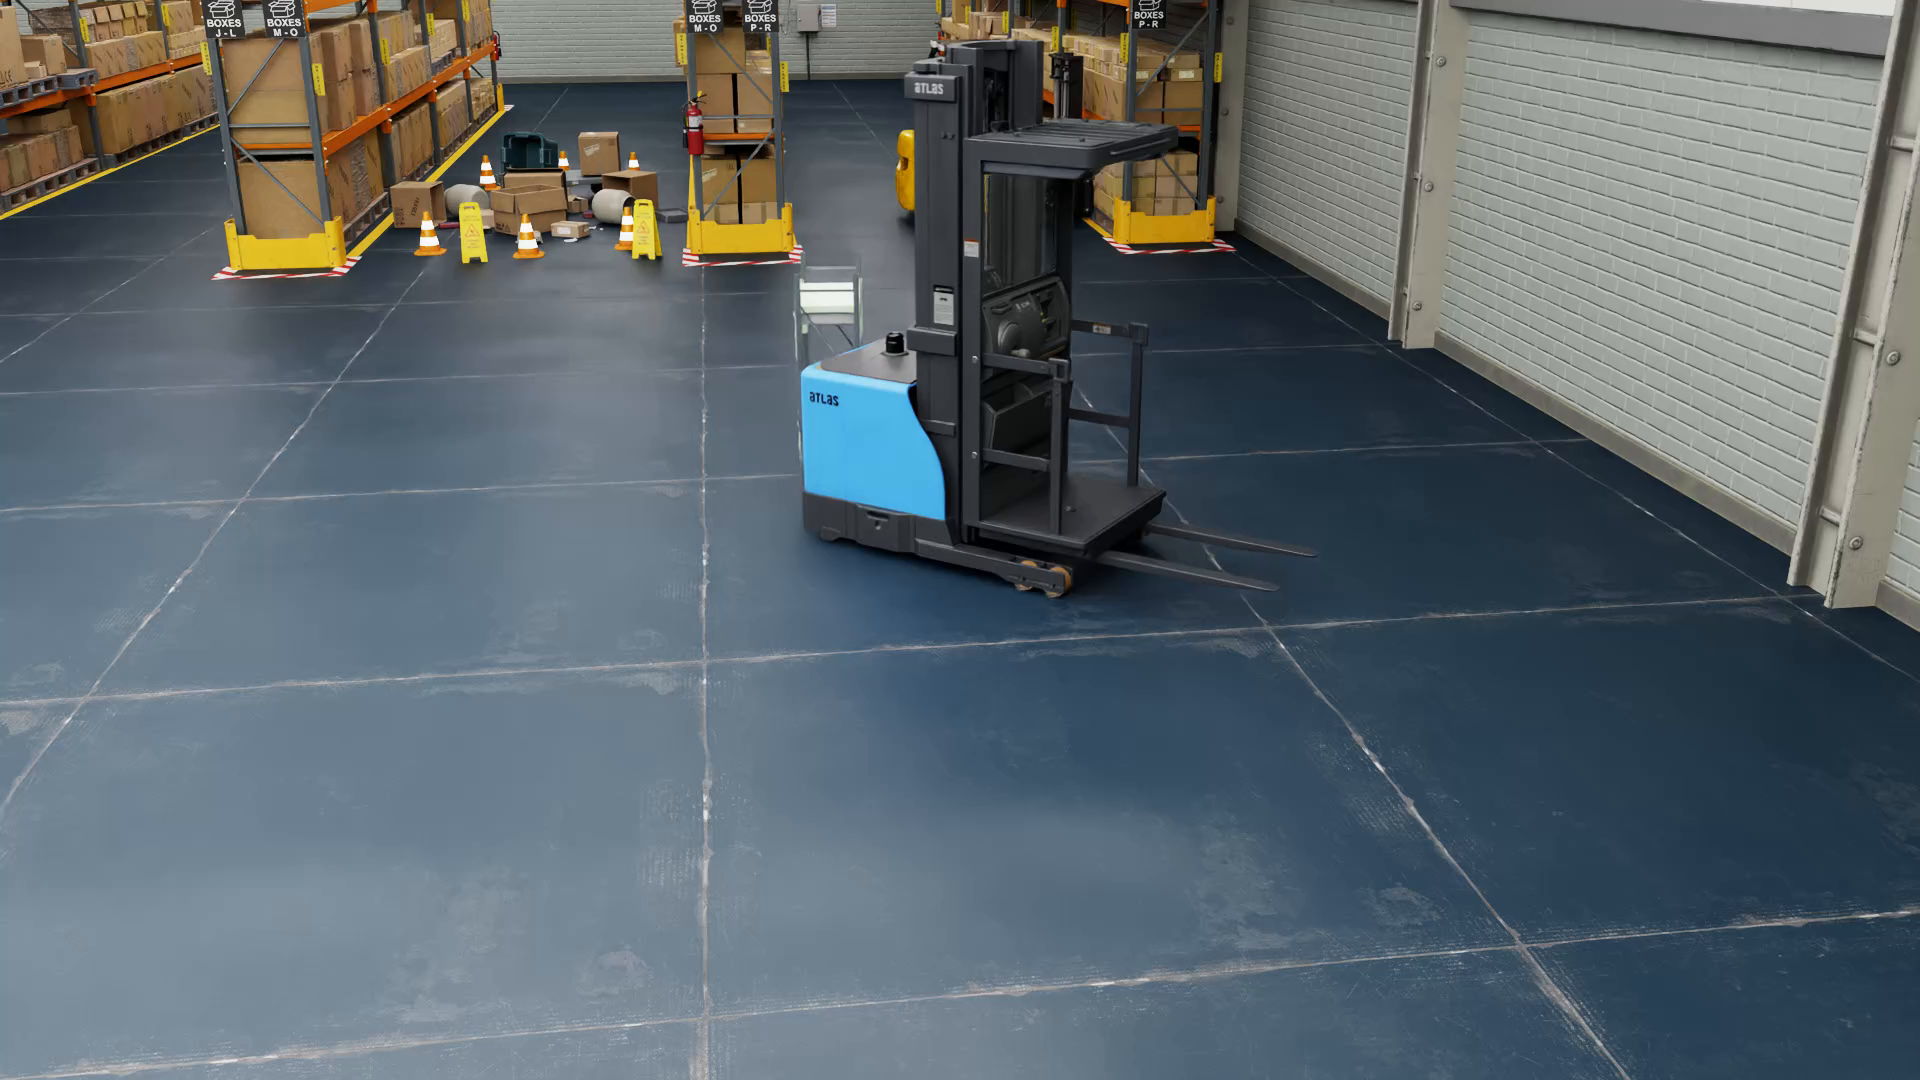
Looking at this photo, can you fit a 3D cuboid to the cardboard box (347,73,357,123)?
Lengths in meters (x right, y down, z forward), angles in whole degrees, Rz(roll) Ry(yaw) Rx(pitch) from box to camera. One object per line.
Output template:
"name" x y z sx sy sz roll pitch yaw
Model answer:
"cardboard box" -7.655 -5.202 19.643 0.875 0.550 0.500 -3 21 -8

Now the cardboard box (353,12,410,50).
"cardboard box" -8.406 -7.389 24.140 0.700 0.500 0.500 -3 21 -9

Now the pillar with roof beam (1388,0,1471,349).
"pillar with roof beam" -0.190 -5.773 12.813 9.100 9.000 0.400 -3 21 -8

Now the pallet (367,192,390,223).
"pallet" -7.926 -4.246 21.283 1.003 0.211 1.213 -3 21 -8

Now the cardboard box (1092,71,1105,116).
"cardboard box" 1.943 -5.533 20.599 0.500 0.500 0.500 -3 21 -9

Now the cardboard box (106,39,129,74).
"cardboard box" -13.412 -7.574 26.065 0.500 0.500 0.500 -3 21 -9

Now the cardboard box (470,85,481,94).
"cardboard box" -9.156 -8.402 31.048 0.380 0.149 0.250 -3 21 -7

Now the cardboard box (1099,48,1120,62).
"cardboard box" 1.913 -5.922 20.290 0.380 0.149 0.250 -2 21 -6

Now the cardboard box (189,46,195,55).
"cardboard box" -13.901 -8.738 29.682 0.380 0.149 0.250 -3 21 -9

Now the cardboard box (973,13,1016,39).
"cardboard box" 0.607 -9.011 29.313 0.700 0.500 0.500 -3 21 -7

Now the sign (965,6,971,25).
"sign" 0.148 -9.501 30.131 0.100 0.325 0.005 -3 21 -8

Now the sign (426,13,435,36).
"sign" -7.986 -7.776 25.094 0.100 0.325 0.005 -3 21 -8

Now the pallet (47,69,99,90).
"pallet" -13.249 -6.658 24.030 1.213 0.211 1.003 -3 21 -8

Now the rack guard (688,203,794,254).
"rack guard" -2.509 -3.575 19.073 1.175 0.500 0.348 -3 21 -8

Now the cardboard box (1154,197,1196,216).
"cardboard box" 2.536 -4.060 20.128 0.500 0.250 0.500 -3 21 -8

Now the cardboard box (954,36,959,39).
"cardboard box" 0.078 -9.727 32.331 0.380 0.149 0.250 -2 21 -7

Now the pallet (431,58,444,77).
"pallet" -8.743 -7.356 25.899 1.213 0.211 1.003 -3 21 -8

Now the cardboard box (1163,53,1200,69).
"cardboard box" 2.577 -5.588 19.396 0.380 0.149 0.250 -3 21 -9

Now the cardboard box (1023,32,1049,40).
"cardboard box" 1.167 -7.696 25.466 0.380 0.149 0.250 -3 21 -7

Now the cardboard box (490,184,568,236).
"cardboard box" -5.256 -4.030 20.288 0.637 0.503 0.797 17 27 39

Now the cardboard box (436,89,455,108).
"cardboard box" -8.526 -7.180 27.054 0.500 0.250 0.500 -3 21 -7

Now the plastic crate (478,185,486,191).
"plastic crate" -6.637 -4.535 22.008 0.450 0.188 0.662 -2 18 24

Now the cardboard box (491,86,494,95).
"cardboard box" -9.329 -8.807 32.557 0.380 0.149 0.250 -3 21 -9

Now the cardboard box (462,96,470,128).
"cardboard box" -8.755 -7.372 28.639 0.500 0.500 0.500 -3 21 -9

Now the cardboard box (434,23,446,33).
"cardboard box" -8.715 -8.459 27.487 0.380 0.149 0.250 -4 21 -10

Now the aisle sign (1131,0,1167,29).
"aisle sign" 2.132 -6.151 18.683 0.394 0.787 0.004 -3 21 -8

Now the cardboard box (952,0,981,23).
"cardboard box" 0.122 -10.241 32.066 0.500 0.500 0.500 -2 21 -6

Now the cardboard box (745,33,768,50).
"cardboard box" -2.858 -6.664 22.603 0.500 0.500 0.500 -2 21 -6

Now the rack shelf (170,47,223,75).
"rack shelf" -14.322 -8.730 30.331 1.077 0.370 4.000 -3 21 -8

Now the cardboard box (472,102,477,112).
"cardboard box" -8.847 -7.732 29.679 0.380 0.149 0.250 -2 21 -5

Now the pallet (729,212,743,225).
"pallet" -2.591 -3.722 19.881 1.003 0.211 1.213 -3 21 -8

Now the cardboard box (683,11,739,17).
"cardboard box" -3.226 -6.596 21.591 0.700 0.500 0.500 -3 21 -8

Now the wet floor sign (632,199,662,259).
"wet floor sign" -3.529 -3.497 18.656 0.267 0.644 0.232 4 21 11

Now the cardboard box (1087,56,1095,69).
"cardboard box" 1.826 -6.047 21.049 0.380 0.149 0.250 -3 21 -9

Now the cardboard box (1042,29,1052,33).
"cardboard box" 1.507 -7.989 26.249 0.380 0.149 0.250 -2 21 -6

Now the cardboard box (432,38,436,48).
"cardboard box" -8.525 -7.874 26.344 0.380 0.149 0.250 -3 21 -8

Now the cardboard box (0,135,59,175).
"cardboard box" -13.160 -5.406 23.348 0.700 0.500 0.500 -1 21 -3

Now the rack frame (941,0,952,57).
"rack frame" 0.107 -10.511 34.071 1.000 3.000 0.127 -3 21 -8

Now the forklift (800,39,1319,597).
"forklift" 0.561 -1.265 9.415 3.031 2.935 1.130 12 24 29

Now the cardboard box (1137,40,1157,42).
"cardboard box" 2.344 -6.396 21.560 0.380 0.149 0.250 -3 21 -9

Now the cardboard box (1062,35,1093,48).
"cardboard box" 1.589 -6.721 22.428 0.380 0.149 0.250 -2 21 -7

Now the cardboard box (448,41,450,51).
"cardboard box" -8.750 -8.278 27.851 0.380 0.149 0.250 -4 21 -11

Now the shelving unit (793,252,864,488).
"shelving unit" -0.847 -1.082 10.968 0.431 1.500 0.755 -1 20 -2

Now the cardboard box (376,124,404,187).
"cardboard box" -8.137 -5.173 22.394 1.050 0.750 0.750 -3 21 -8

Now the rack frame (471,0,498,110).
"rack frame" -9.688 -9.974 32.635 1.000 3.000 0.127 -3 21 -8

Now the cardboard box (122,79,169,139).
"cardboard box" -13.792 -7.046 27.230 1.225 0.875 0.875 -4 21 -10

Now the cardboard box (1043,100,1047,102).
"cardboard box" 1.494 -7.267 27.431 0.380 0.149 0.250 -2 21 -5

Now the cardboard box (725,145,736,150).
"cardboard box" -3.016 -4.599 20.501 0.500 0.500 0.500 -3 21 -9

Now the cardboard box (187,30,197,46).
"cardboard box" -13.990 -8.971 29.737 0.500 0.250 0.500 -2 21 -6

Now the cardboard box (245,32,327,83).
"cardboard box" -7.567 -5.327 18.434 0.875 0.550 0.550 -3 21 -8

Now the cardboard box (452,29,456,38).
"cardboard box" -8.859 -8.680 28.503 0.380 0.149 0.250 -2 21 -6

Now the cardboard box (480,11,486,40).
"cardboard box" -9.217 -9.664 31.237 0.500 0.500 0.500 -3 21 -8

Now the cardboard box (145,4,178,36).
"cardboard box" -13.850 -8.973 28.672 0.500 0.500 0.500 -3 21 -8

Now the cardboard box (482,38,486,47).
"cardboard box" -9.252 -9.497 31.715 0.380 0.149 0.250 -2 21 -6

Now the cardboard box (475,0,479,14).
"cardboard box" -9.140 -9.945 30.559 0.500 0.500 0.500 -4 21 -10
